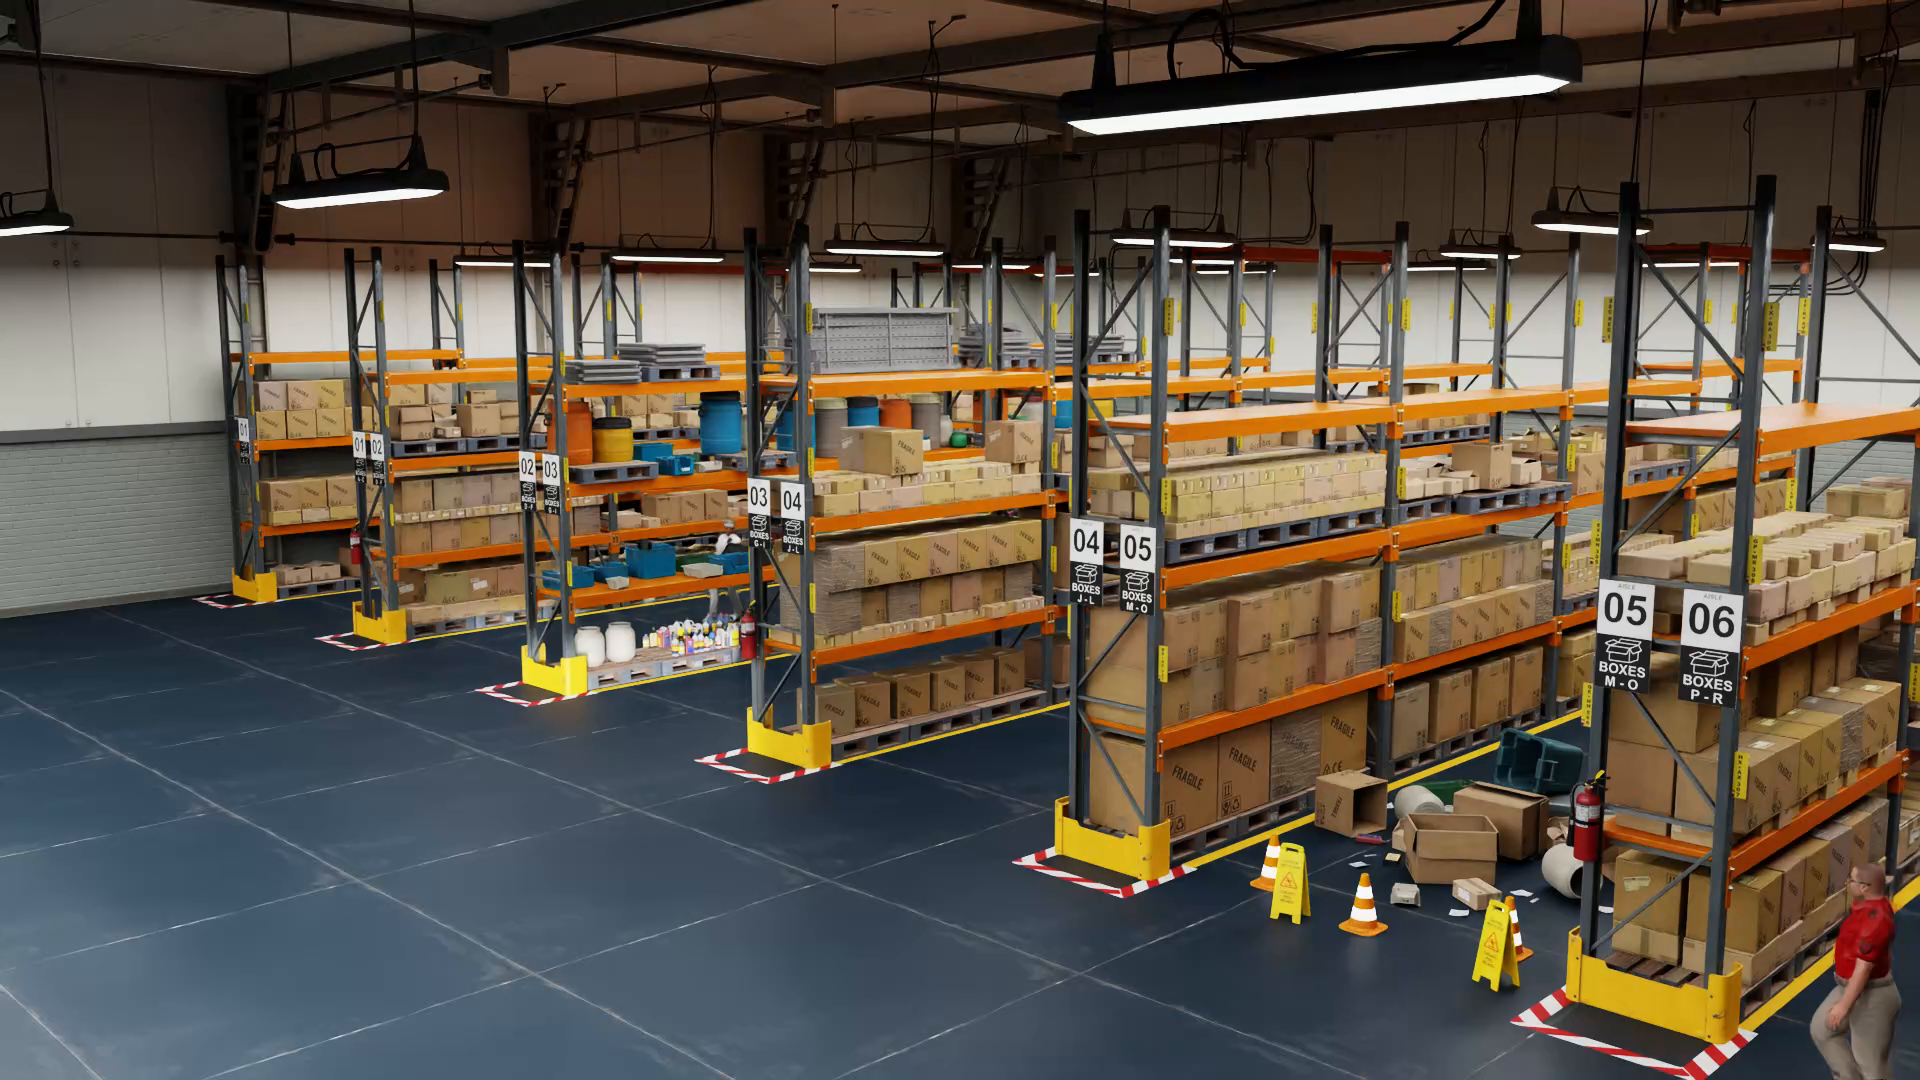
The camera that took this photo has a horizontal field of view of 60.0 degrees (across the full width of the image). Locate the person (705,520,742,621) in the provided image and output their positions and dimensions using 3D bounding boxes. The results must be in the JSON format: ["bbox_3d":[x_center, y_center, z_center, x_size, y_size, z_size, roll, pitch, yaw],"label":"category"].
[{"bbox_3d":[-3.896,0.499,27.338,0.477,1.670,0.744,3,9,23],"label":"person"}]

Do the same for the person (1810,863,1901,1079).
[{"bbox_3d":[5.616,2.874,10.351,0.494,1.782,0.524,3,9,18],"label":"person"}]

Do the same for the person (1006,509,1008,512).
[{"bbox_3d":[1.116,-1.427,40.259,0.606,1.766,0.448,-7,11,-42],"label":"person"}]
